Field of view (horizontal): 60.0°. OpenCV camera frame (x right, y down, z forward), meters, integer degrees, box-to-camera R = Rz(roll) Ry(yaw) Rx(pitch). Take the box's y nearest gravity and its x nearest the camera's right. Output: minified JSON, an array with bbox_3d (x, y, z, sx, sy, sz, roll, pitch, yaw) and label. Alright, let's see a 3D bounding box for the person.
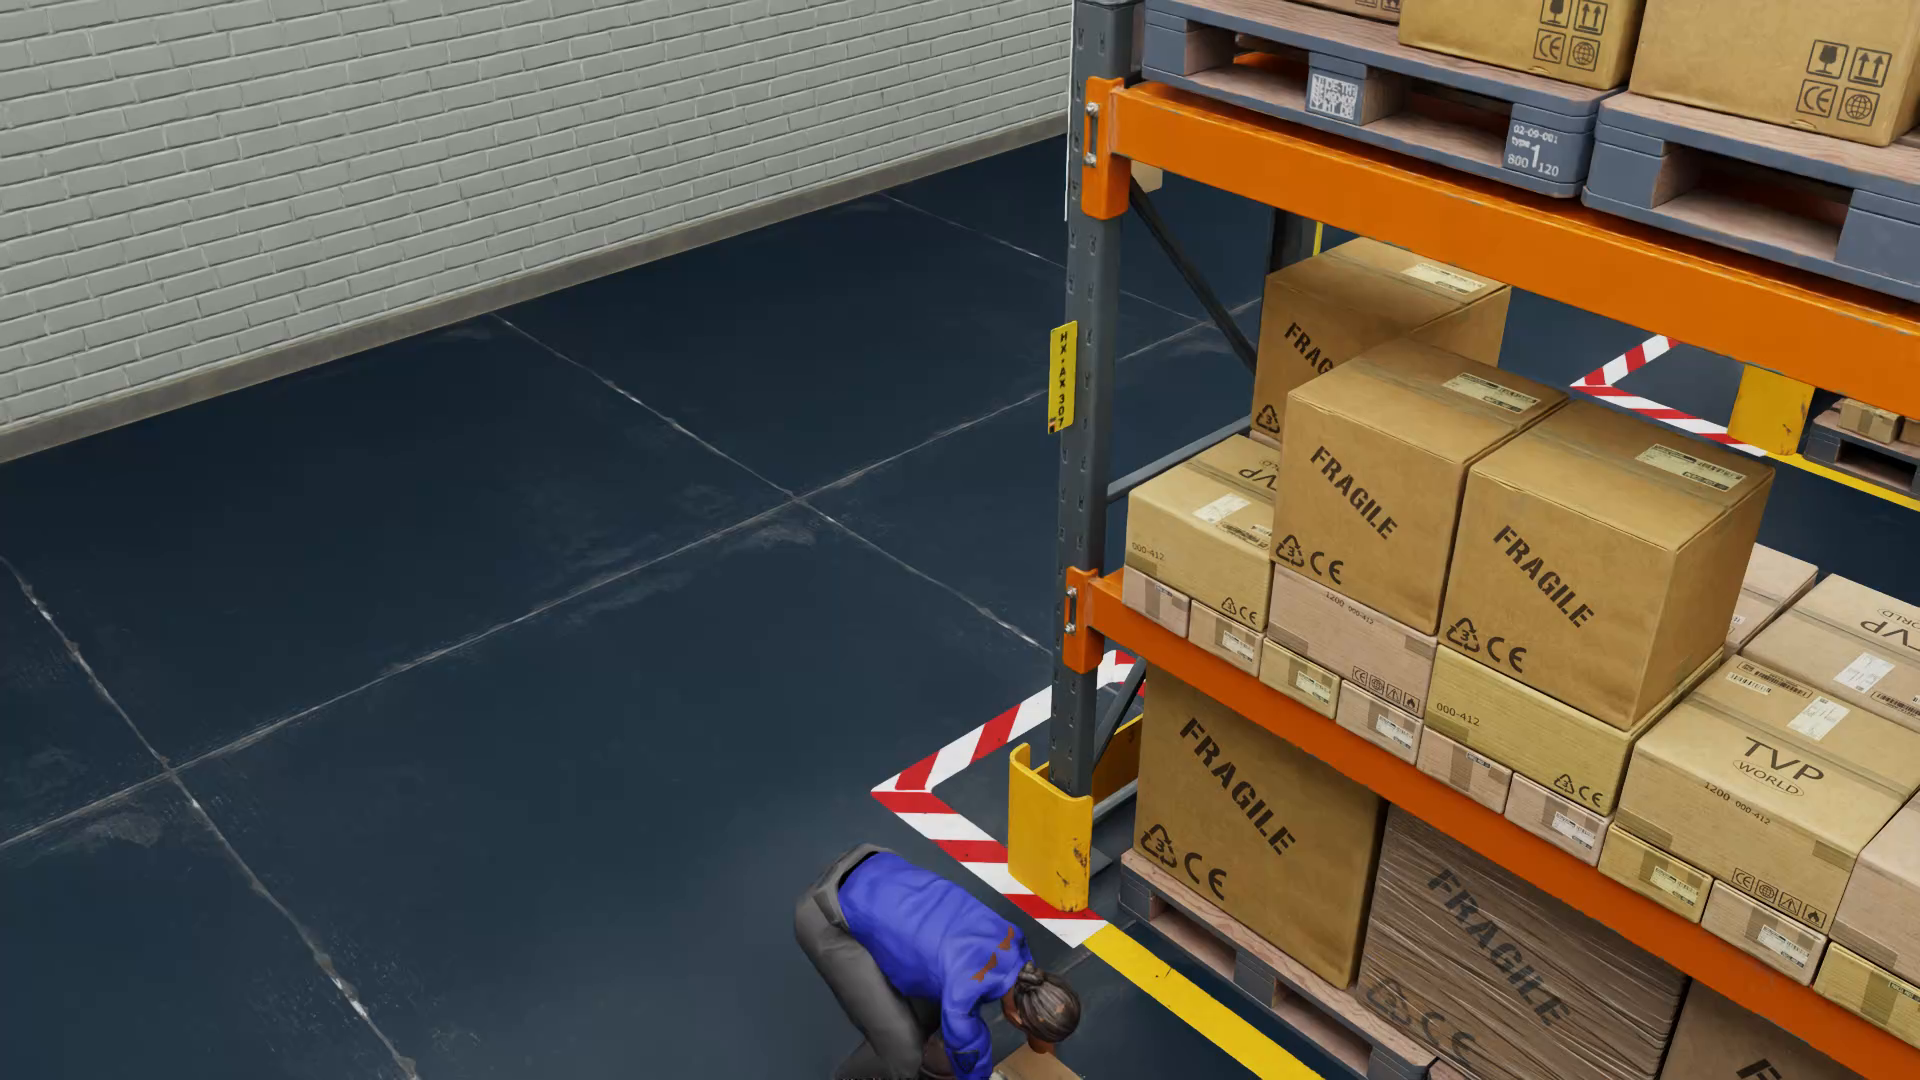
[{"bbox_3d":[-0.048,1.336,4.748,0.866,0.866,0.464,17,36,26],"label":"person"}]
